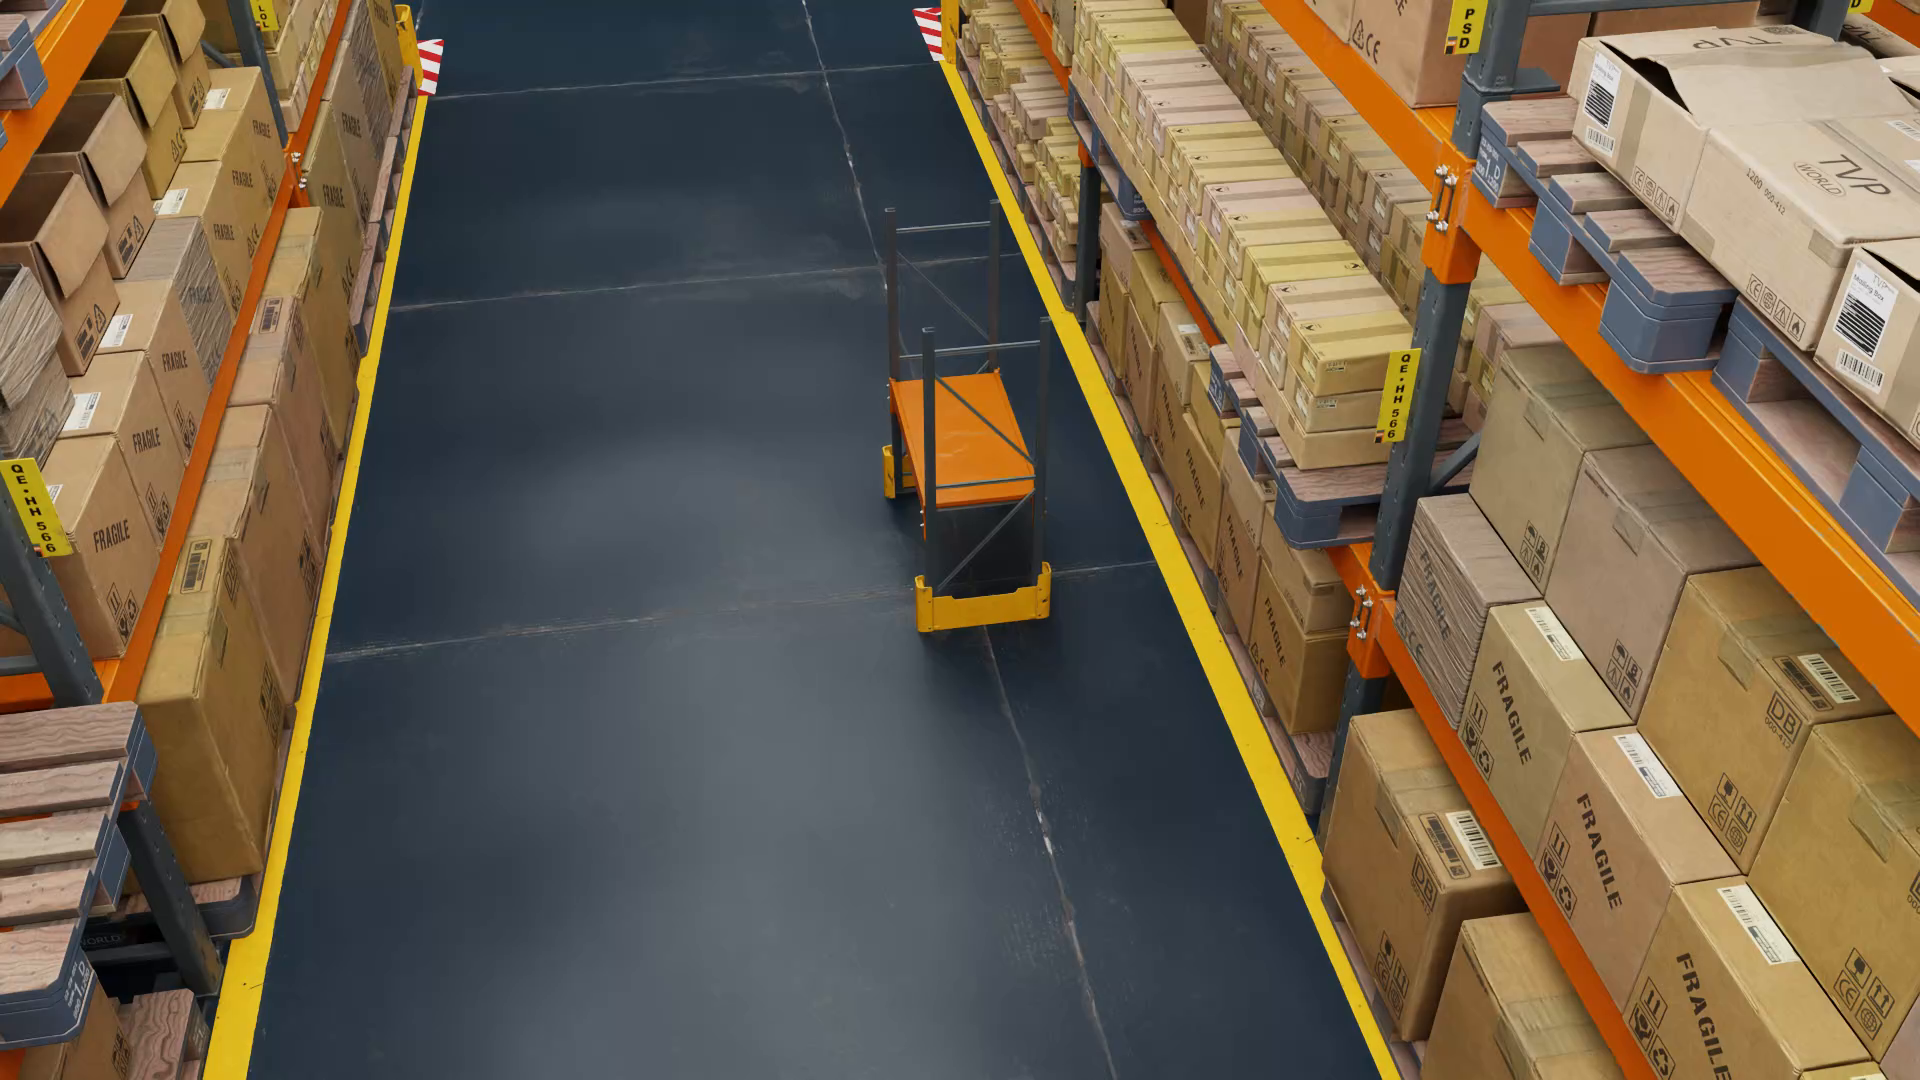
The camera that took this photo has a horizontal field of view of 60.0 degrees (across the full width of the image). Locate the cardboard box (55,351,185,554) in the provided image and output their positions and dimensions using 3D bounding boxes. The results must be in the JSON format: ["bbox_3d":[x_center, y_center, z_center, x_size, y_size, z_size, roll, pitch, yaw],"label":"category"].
[{"bbox_3d":[-2.966,-0.268,5.569,0.500,0.500,0.500,-7,38,-9],"label":"cardboard box"}]

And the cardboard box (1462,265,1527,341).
[{"bbox_3d":[1.905,-0.831,5.752,0.380,0.149,0.250,-7,38,-9],"label":"cardboard box"}]

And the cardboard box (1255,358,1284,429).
[{"bbox_3d":[1.264,-0.532,5.853,0.380,0.149,0.250,-6,38,-8],"label":"cardboard box"}]

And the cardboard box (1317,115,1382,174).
[{"bbox_3d":[1.683,-1.613,6.759,0.380,0.149,0.250,-7,38,-9],"label":"cardboard box"}]

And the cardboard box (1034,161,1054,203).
[{"bbox_3d":[0.652,-2.119,9.771,0.380,0.149,0.250,-7,38,-10],"label":"cardboard box"}]

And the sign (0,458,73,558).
[{"bbox_3d":[-2.523,-0.085,4.535,0.100,0.325,0.005,-6,38,-8],"label":"sign"}]

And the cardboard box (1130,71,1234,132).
[{"bbox_3d":[0.944,-1.869,7.088,0.380,0.149,0.250,-7,38,-8],"label":"cardboard box"}]

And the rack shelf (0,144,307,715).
[{"bbox_3d":[-3.406,-0.519,6.559,1.077,0.370,4.000,-6,38,-8],"label":"rack shelf"}]

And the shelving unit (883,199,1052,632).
[{"bbox_3d":[0.013,-0.546,7.231,0.587,1.500,1.083,-6,38,-8],"label":"shelving unit"}]

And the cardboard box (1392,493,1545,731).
[{"bbox_3d":[1.658,0.194,4.974,0.500,0.500,0.500,-6,38,-7],"label":"cardboard box"}]

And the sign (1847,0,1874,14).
[{"bbox_3d":[2.393,-1.542,4.359,0.100,0.325,0.005,-6,38,-8],"label":"sign"}]

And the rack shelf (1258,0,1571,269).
[{"bbox_3d":[1.494,-2.176,6.247,1.077,0.370,4.000,-6,38,-8],"label":"rack shelf"}]

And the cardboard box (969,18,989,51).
[{"bbox_3d":[0.274,-3.541,11.602,0.380,0.149,0.250,-6,38,-8],"label":"cardboard box"}]

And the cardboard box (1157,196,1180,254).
[{"bbox_3d":[1.035,-1.322,6.869,0.380,0.149,0.250,-8,39,-10],"label":"cardboard box"}]

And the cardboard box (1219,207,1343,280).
[{"bbox_3d":[1.170,-1.086,6.081,0.380,0.149,0.250,-5,38,-7],"label":"cardboard box"}]

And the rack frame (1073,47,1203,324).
[{"bbox_3d":[1.144,-2.483,8.501,1.000,3.000,0.127,-6,38,-8],"label":"rack frame"}]

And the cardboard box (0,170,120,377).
[{"bbox_3d":[-3.280,-0.868,5.523,0.797,0.503,0.637,-5,38,-7],"label":"cardboard box"}]

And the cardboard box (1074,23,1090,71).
[{"bbox_3d":[0.760,-2.380,7.988,0.380,0.149,0.250,-6,38,-7],"label":"cardboard box"}]

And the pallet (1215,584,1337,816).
[{"bbox_3d":[1.709,0.562,6.855,1.003,0.211,1.213,-6,38,-8],"label":"pallet"}]

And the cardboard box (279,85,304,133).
[{"bbox_3d":[-3.482,-2.126,8.246,0.380,0.149,0.250,-6,38,-8],"label":"cardboard box"}]

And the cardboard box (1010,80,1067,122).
[{"bbox_3d":[0.524,-2.725,10.309,0.380,0.149,0.250,-8,38,-10],"label":"cardboard box"}]

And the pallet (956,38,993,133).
[{"bbox_3d":[0.563,-3.257,11.771,1.003,0.211,1.213,-6,38,-8],"label":"pallet"}]

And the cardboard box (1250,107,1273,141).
[{"bbox_3d":[1.540,-1.872,7.577,0.380,0.149,0.250,-8,39,-10],"label":"cardboard box"}]

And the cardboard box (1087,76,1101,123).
[{"bbox_3d":[0.814,-2.095,7.865,0.380,0.149,0.250,-6,38,-7],"label":"cardboard box"}]

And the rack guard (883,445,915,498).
[{"bbox_3d":[-0.074,-0.353,8.001,0.587,0.250,0.087,-6,38,-8],"label":"rack guard"}]

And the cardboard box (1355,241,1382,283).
[{"bbox_3d":[1.773,-1.074,6.550,0.380,0.149,0.250,-5,38,-6],"label":"cardboard box"}]

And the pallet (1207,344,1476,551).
[{"bbox_3d":[1.615,-0.410,5.990,1.213,0.211,1.003,-6,38,-8],"label":"pallet"}]

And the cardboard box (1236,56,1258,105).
[{"bbox_3d":[1.496,-2.139,7.678,0.380,0.149,0.250,-5,38,-6],"label":"cardboard box"}]

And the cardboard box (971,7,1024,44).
[{"bbox_3d":[0.285,-3.502,11.309,0.380,0.149,0.250,-6,38,-8],"label":"cardboard box"}]

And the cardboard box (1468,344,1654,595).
[{"bbox_3d":[1.914,-0.229,4.704,0.700,0.500,0.500,-6,38,-8],"label":"cardboard box"}]

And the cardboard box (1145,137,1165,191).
[{"bbox_3d":[0.995,-1.588,6.969,0.380,0.149,0.250,-7,38,-9],"label":"cardboard box"}]

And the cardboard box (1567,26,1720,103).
[{"bbox_3d":[1.746,-1.139,4.107,0.380,0.149,0.250,-8,38,-10],"label":"cardboard box"}]

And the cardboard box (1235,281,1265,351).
[{"bbox_3d":[1.213,-0.820,5.981,0.380,0.149,0.250,-5,38,-7],"label":"cardboard box"}]

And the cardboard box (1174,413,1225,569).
[{"bbox_3d":[1.276,-0.247,7.318,0.500,0.500,0.500,-8,39,-10],"label":"cardboard box"}]

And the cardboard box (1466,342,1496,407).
[{"bbox_3d":[1.958,-0.565,5.652,0.380,0.149,0.250,-5,38,-6],"label":"cardboard box"}]

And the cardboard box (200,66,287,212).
[{"bbox_3d":[-3.406,-1.797,7.537,0.500,0.500,0.500,-6,38,-8],"label":"cardboard box"}]

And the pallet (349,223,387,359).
[{"bbox_3d":[-3.813,-1.377,9.351,1.003,0.211,1.213,-6,38,-8],"label":"pallet"}]

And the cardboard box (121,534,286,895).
[{"bbox_3d":[-3.156,0.660,5.846,1.225,0.875,0.875,-8,39,-10],"label":"cardboard box"}]

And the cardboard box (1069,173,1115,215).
[{"bbox_3d":[0.825,-1.945,9.305,0.380,0.149,0.250,-5,38,-7],"label":"cardboard box"}]

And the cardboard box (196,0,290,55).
[{"bbox_3d":[-3.589,-2.682,8.026,0.500,0.500,0.500,-6,38,-8],"label":"cardboard box"}]

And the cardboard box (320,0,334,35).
[{"bbox_3d":[-3.709,-2.909,9.254,0.380,0.149,0.250,-6,38,-7],"label":"cardboard box"}]

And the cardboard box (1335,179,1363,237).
[{"bbox_3d":[1.731,-1.342,6.653,0.380,0.149,0.250,-7,38,-8],"label":"cardboard box"}]

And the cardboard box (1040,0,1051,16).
[{"bbox_3d":[0.691,-3.216,9.120,0.500,0.500,0.500,-7,38,-9],"label":"cardboard box"}]

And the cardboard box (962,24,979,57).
[{"bbox_3d":[0.219,-3.588,11.905,0.380,0.149,0.250,-5,38,-7],"label":"cardboard box"}]

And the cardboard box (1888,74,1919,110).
[{"bbox_3d":[2.324,-0.823,3.568,0.500,0.311,0.500,-6,38,-8],"label":"cardboard box"}]

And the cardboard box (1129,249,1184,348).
[{"bbox_3d":[1.109,-1.162,7.884,0.500,0.250,0.500,-5,38,-7],"label":"cardboard box"}]

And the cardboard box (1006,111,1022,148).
[{"bbox_3d":[0.504,-2.655,10.704,0.380,0.149,0.250,-6,38,-8],"label":"cardboard box"}]

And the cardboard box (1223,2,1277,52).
[{"bbox_3d":[1.454,-2.401,7.773,0.380,0.149,0.250,-7,38,-9],"label":"cardboard box"}]

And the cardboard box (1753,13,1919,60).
[{"bbox_3d":[5.837,-3.162,11.121,0.875,0.438,0.875,-7,38,-9],"label":"cardboard box"}]
